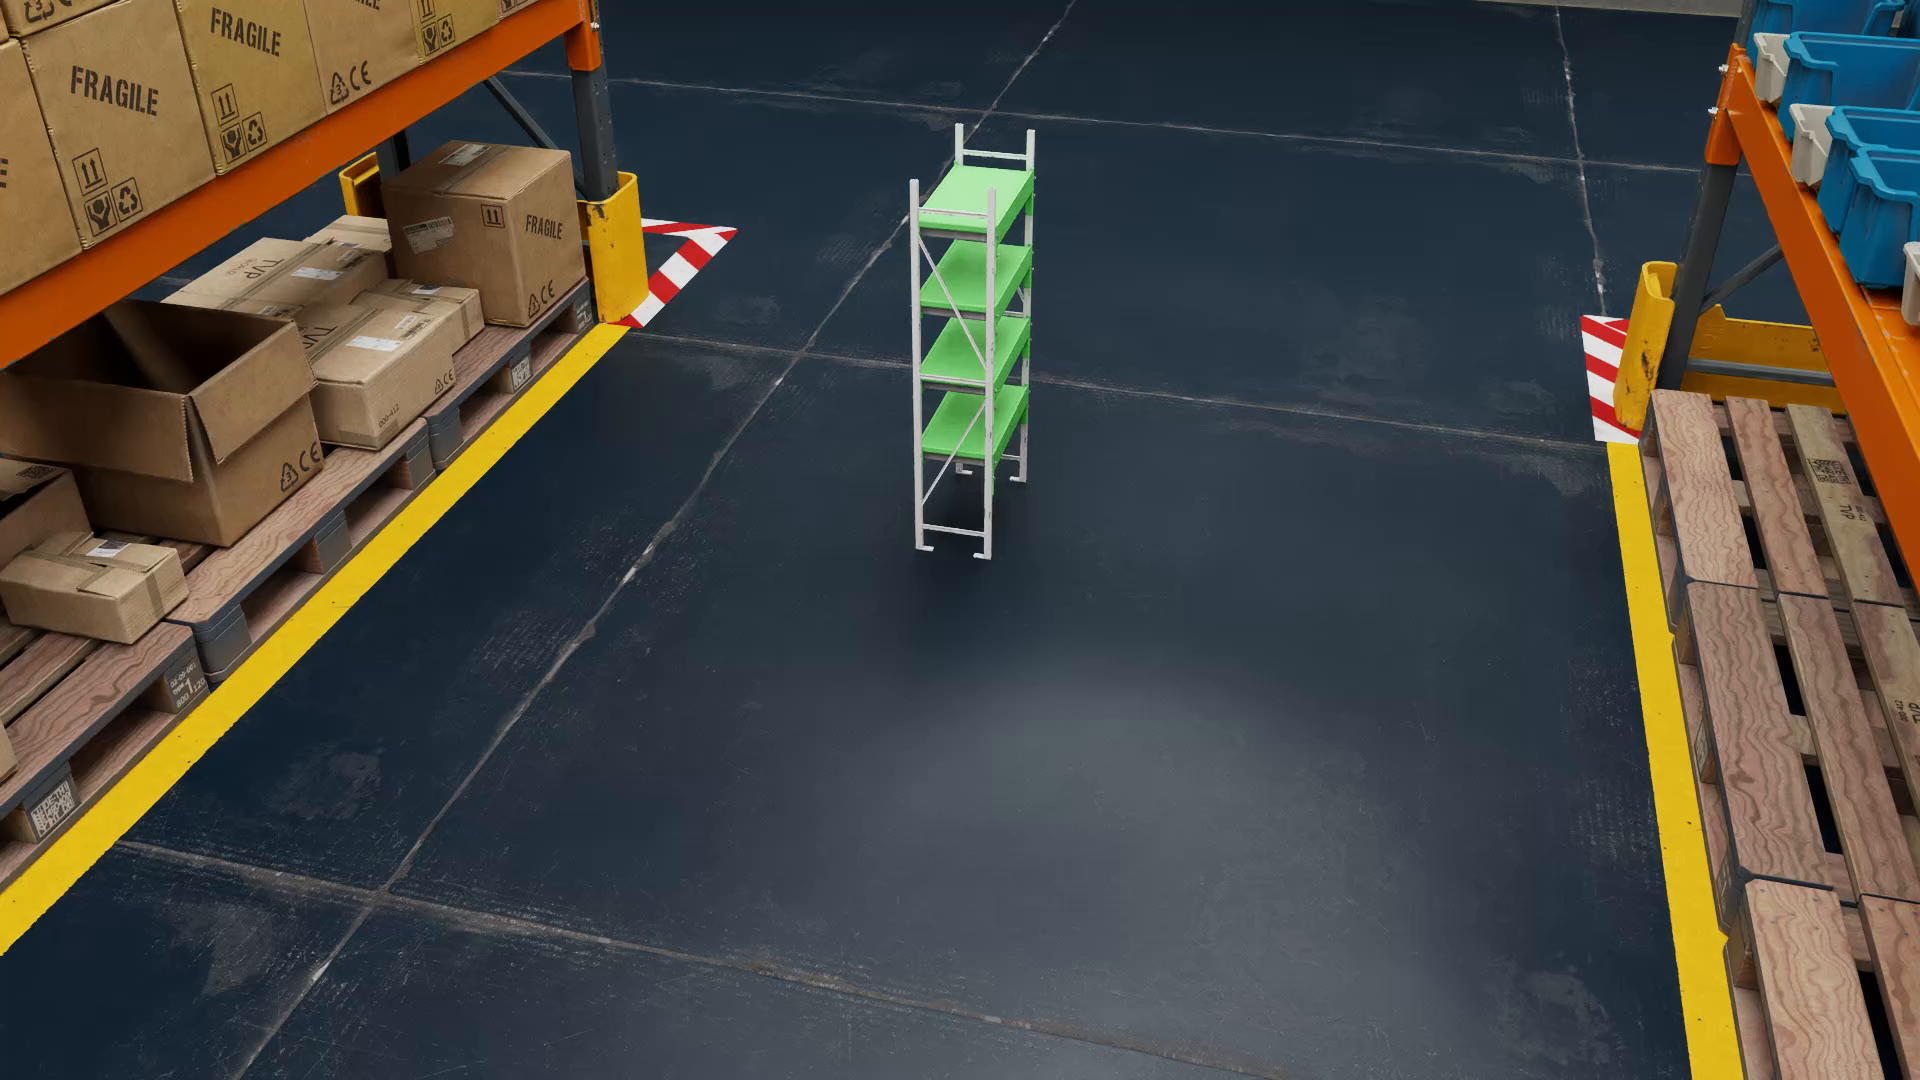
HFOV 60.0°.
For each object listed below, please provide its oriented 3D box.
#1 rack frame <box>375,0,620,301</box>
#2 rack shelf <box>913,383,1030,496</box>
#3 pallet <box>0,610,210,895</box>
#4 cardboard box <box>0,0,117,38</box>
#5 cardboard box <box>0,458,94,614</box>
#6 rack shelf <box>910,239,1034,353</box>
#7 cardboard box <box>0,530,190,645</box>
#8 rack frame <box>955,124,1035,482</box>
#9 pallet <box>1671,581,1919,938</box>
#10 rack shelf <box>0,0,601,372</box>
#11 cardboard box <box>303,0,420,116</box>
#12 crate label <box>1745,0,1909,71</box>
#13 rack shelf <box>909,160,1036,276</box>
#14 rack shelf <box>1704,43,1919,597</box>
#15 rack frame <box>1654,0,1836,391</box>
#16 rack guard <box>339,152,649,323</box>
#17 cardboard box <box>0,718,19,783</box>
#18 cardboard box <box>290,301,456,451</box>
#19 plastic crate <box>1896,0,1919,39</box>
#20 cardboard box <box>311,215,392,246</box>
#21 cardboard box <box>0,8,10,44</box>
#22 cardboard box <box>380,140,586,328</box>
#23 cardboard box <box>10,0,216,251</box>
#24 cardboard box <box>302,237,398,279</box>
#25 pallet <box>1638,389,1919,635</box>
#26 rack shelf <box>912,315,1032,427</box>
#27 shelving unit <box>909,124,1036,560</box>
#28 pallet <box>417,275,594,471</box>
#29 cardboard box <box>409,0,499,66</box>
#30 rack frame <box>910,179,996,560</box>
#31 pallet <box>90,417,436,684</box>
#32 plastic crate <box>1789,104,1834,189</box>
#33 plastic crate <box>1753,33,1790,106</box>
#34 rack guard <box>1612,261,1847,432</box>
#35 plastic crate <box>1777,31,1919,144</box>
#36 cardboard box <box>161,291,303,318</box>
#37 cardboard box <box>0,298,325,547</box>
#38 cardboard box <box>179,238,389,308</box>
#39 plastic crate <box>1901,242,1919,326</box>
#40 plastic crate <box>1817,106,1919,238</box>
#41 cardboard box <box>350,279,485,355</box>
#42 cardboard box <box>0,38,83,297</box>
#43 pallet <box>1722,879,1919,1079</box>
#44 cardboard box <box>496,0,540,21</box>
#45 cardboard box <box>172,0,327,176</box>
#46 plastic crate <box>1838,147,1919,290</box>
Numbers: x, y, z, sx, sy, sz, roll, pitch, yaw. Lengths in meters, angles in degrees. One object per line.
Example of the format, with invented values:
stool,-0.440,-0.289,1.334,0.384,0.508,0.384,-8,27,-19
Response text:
rack frame,-1.854,-2.328,6.116,1.000,3.000,0.127,8,33,12
rack shelf,0.042,-0.336,5.226,0.258,0.148,0.480,8,33,12
pallet,-2.694,0.568,4.160,1.003,0.211,1.213,8,33,12
cardboard box,-2.216,-1.457,3.721,0.500,0.500,0.500,7,33,11
cardboard box,-2.808,-0.027,4.592,0.500,0.311,0.500,8,33,12
rack shelf,0.042,-0.741,4.969,0.258,0.148,0.480,8,33,12
cardboard box,-2.343,0.119,4.498,0.380,0.166,0.250,8,33,12
rack frame,0.104,-0.719,5.262,0.240,1.200,0.015,8,33,12
pallet,2.378,0.579,4.143,1.003,0.211,1.213,8,33,12
rack shelf,-2.361,-0.987,4.677,1.077,0.370,4.000,8,33,12
cardboard box,-1.964,-1.573,4.835,0.500,0.500,0.500,8,33,13
crate label,2.555,-1.523,4.950,0.416,0.233,0.303,8,33,12
rack shelf,0.042,-0.943,4.840,0.258,0.148,0.480,8,33,12
rack shelf,2.429,-0.310,3.613,1.077,0.370,4.000,8,33,12
rack frame,2.937,-1.652,5.052,1.000,3.000,0.127,8,33,12
rack guard,-1.873,-1.234,6.725,1.175,0.500,0.348,8,33,12
cardboard box,-2.553,0.508,3.751,0.500,0.311,0.500,8,33,12
cardboard box,-2.024,-0.549,5.470,0.500,0.250,0.500,8,33,12
plastic crate,3.032,-1.493,4.713,0.616,0.435,0.499,8,33,12
cardboard box,-2.292,-1.140,6.495,0.380,0.149,0.250,8,33,12
cardboard box,-2.347,-1.190,3.302,0.500,0.500,0.500,7,33,11
cardboard box,-1.753,-1.143,6.172,0.500,0.500,0.500,8,33,12
cardboard box,-2.220,-1.047,4.008,0.500,0.500,0.500,8,33,12
cardboard box,-2.356,-1.018,6.286,0.380,0.166,0.250,8,33,12
pallet,2.690,-0.052,5.135,1.003,0.211,1.213,8,33,12
rack shelf,0.042,-0.538,5.098,0.258,0.148,0.480,8,33,12
shelving unit,0.042,-0.592,5.063,0.258,1.200,0.503,8,33,12
pallet,-2.074,-0.698,6.151,1.003,0.211,1.213,8,33,12
cardboard box,-1.832,-1.831,5.241,0.500,0.500,0.500,8,33,13
rack frame,-0.020,-0.466,4.864,0.240,1.200,0.015,8,33,12
pallet,-2.386,-0.067,5.159,1.003,0.211,1.213,8,33,12
plastic crate,2.222,-0.975,4.178,0.250,0.136,0.298,8,33,12
plastic crate,2.394,-1.327,4.732,0.250,0.136,0.298,8,33,12
rack guard,2.930,-0.611,5.745,1.175,0.500,0.348,8,33,12
plastic crate,2.388,-1.181,4.413,0.416,0.233,0.300,8,33,12
cardboard box,-2.520,-0.591,5.536,0.500,0.250,0.500,8,33,12
cardboard box,-2.397,-0.360,4.937,0.797,0.503,0.637,8,33,12
cardboard box,-2.393,-0.850,5.945,0.500,0.250,0.500,8,33,12
plastic crate,2.073,-0.435,3.328,0.293,0.136,0.466,8,33,12
plastic crate,2.221,-0.840,3.875,0.416,0.233,0.300,8,33,12
cardboard box,-1.943,-0.804,5.950,0.380,0.166,0.250,8,33,12
cardboard box,-2.349,-0.788,3.600,0.500,0.500,0.500,9,33,13
pallet,2.071,1.214,3.144,1.003,0.211,1.213,8,33,12
cardboard box,-1.704,-2.101,5.665,0.500,0.500,0.500,9,34,14
cardboard box,-2.092,-1.311,4.424,0.500,0.500,0.500,8,33,12
plastic crate,2.145,-0.684,3.630,0.416,0.233,0.300,8,33,12
